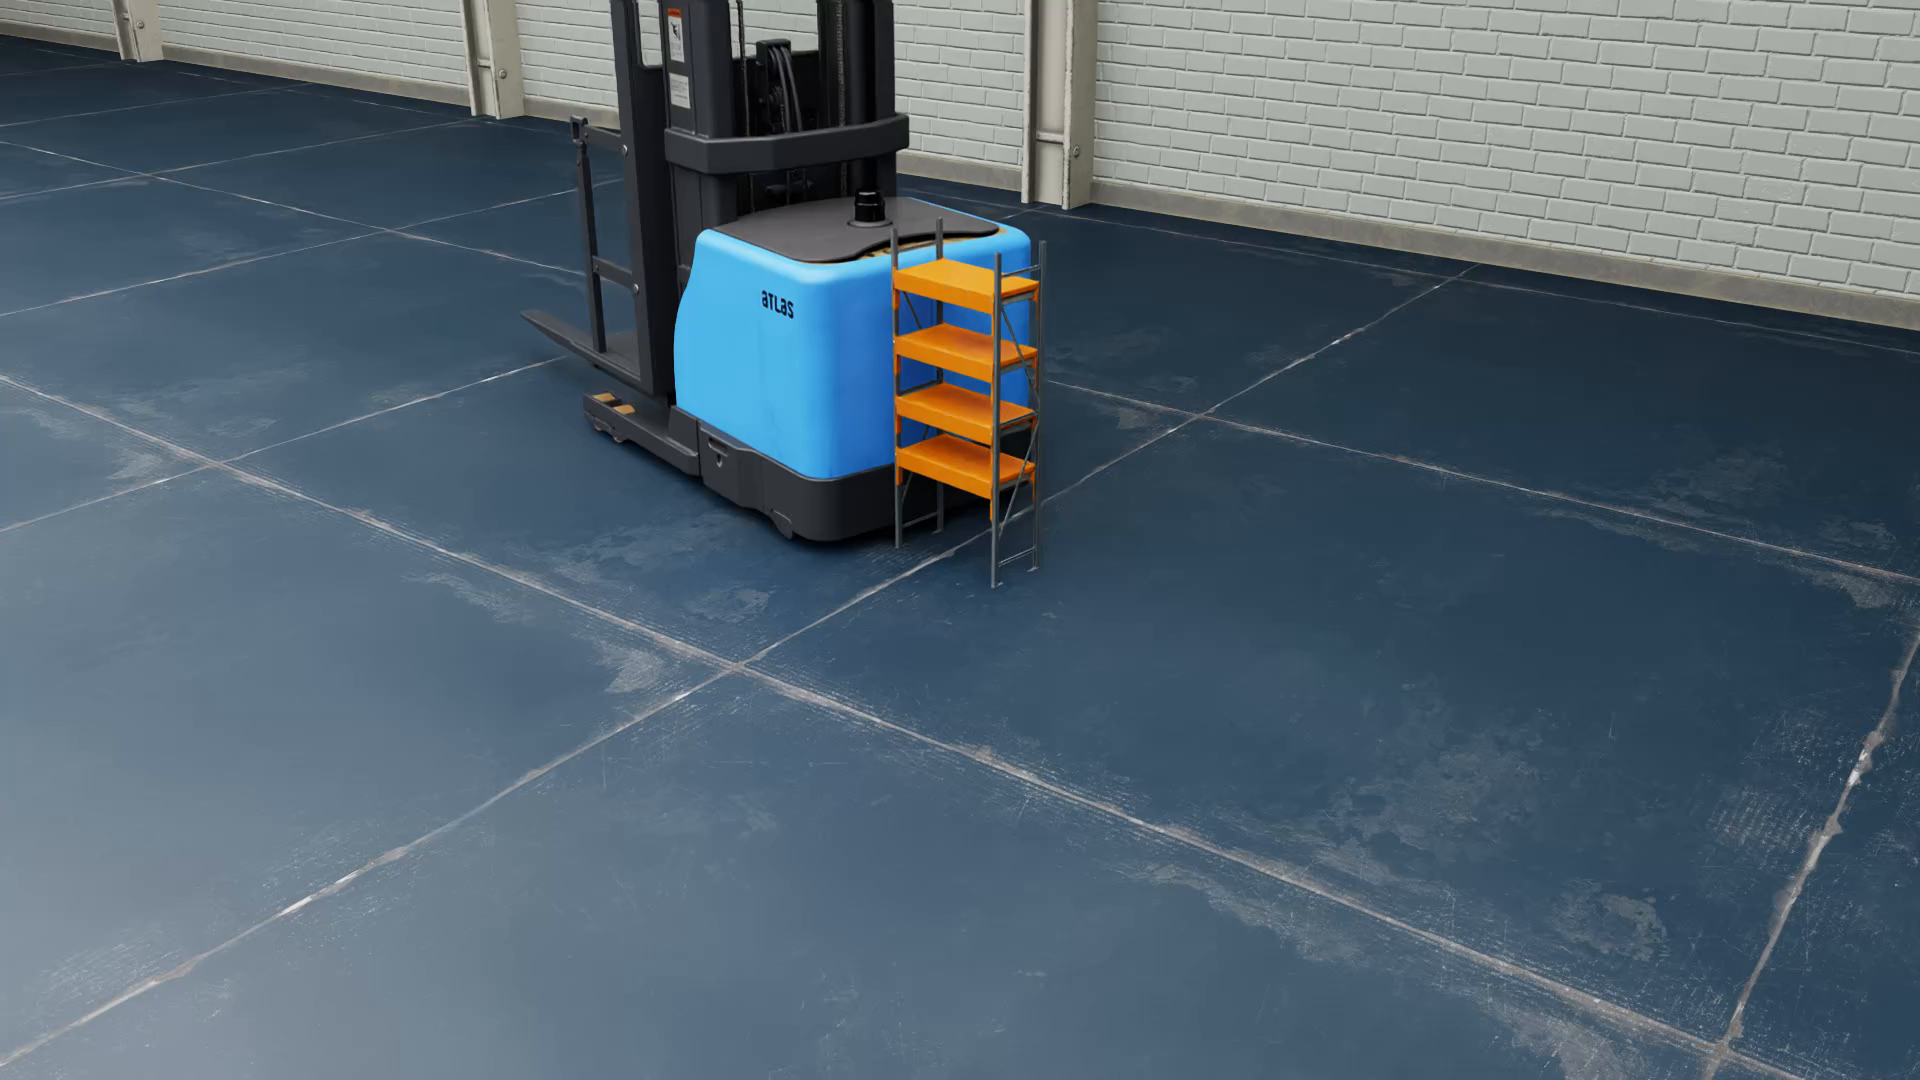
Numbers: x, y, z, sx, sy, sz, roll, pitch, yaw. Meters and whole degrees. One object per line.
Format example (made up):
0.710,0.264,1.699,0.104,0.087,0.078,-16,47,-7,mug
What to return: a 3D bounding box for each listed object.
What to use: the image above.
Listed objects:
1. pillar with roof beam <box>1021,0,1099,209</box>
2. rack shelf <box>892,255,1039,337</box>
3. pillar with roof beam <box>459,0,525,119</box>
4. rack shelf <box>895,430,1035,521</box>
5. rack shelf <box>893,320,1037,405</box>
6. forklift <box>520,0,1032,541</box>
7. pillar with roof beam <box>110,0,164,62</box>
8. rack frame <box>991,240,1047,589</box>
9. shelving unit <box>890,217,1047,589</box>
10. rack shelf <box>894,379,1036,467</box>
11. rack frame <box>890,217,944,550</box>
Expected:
-1.907,-5.089,6.639,0.400,9.000,9.100,17,29,33,pillar with roof beam
0.025,-0.840,5.695,0.480,0.148,0.258,22,32,40,rack shelf
-6.708,-6.540,9.932,0.400,9.000,9.100,17,29,33,pillar with roof beam
0.025,-0.238,5.960,0.480,0.148,0.258,22,32,40,rack shelf
0.025,-0.624,5.790,0.480,0.148,0.258,22,32,40,rack shelf
-1.008,-1.867,6.851,1.130,2.935,3.031,-17,29,-34,forklift
-11.510,-7.990,13.225,0.400,9.000,9.100,17,29,33,pillar with roof beam
0.200,-0.412,5.697,0.015,1.200,0.240,22,32,40,rack frame
0.025,-0.481,5.853,0.503,1.200,0.258,22,32,40,shelving unit
0.025,-0.419,5.880,0.480,0.148,0.258,22,32,40,rack shelf
-0.149,-0.550,6.009,0.015,1.200,0.240,22,32,40,rack frame
